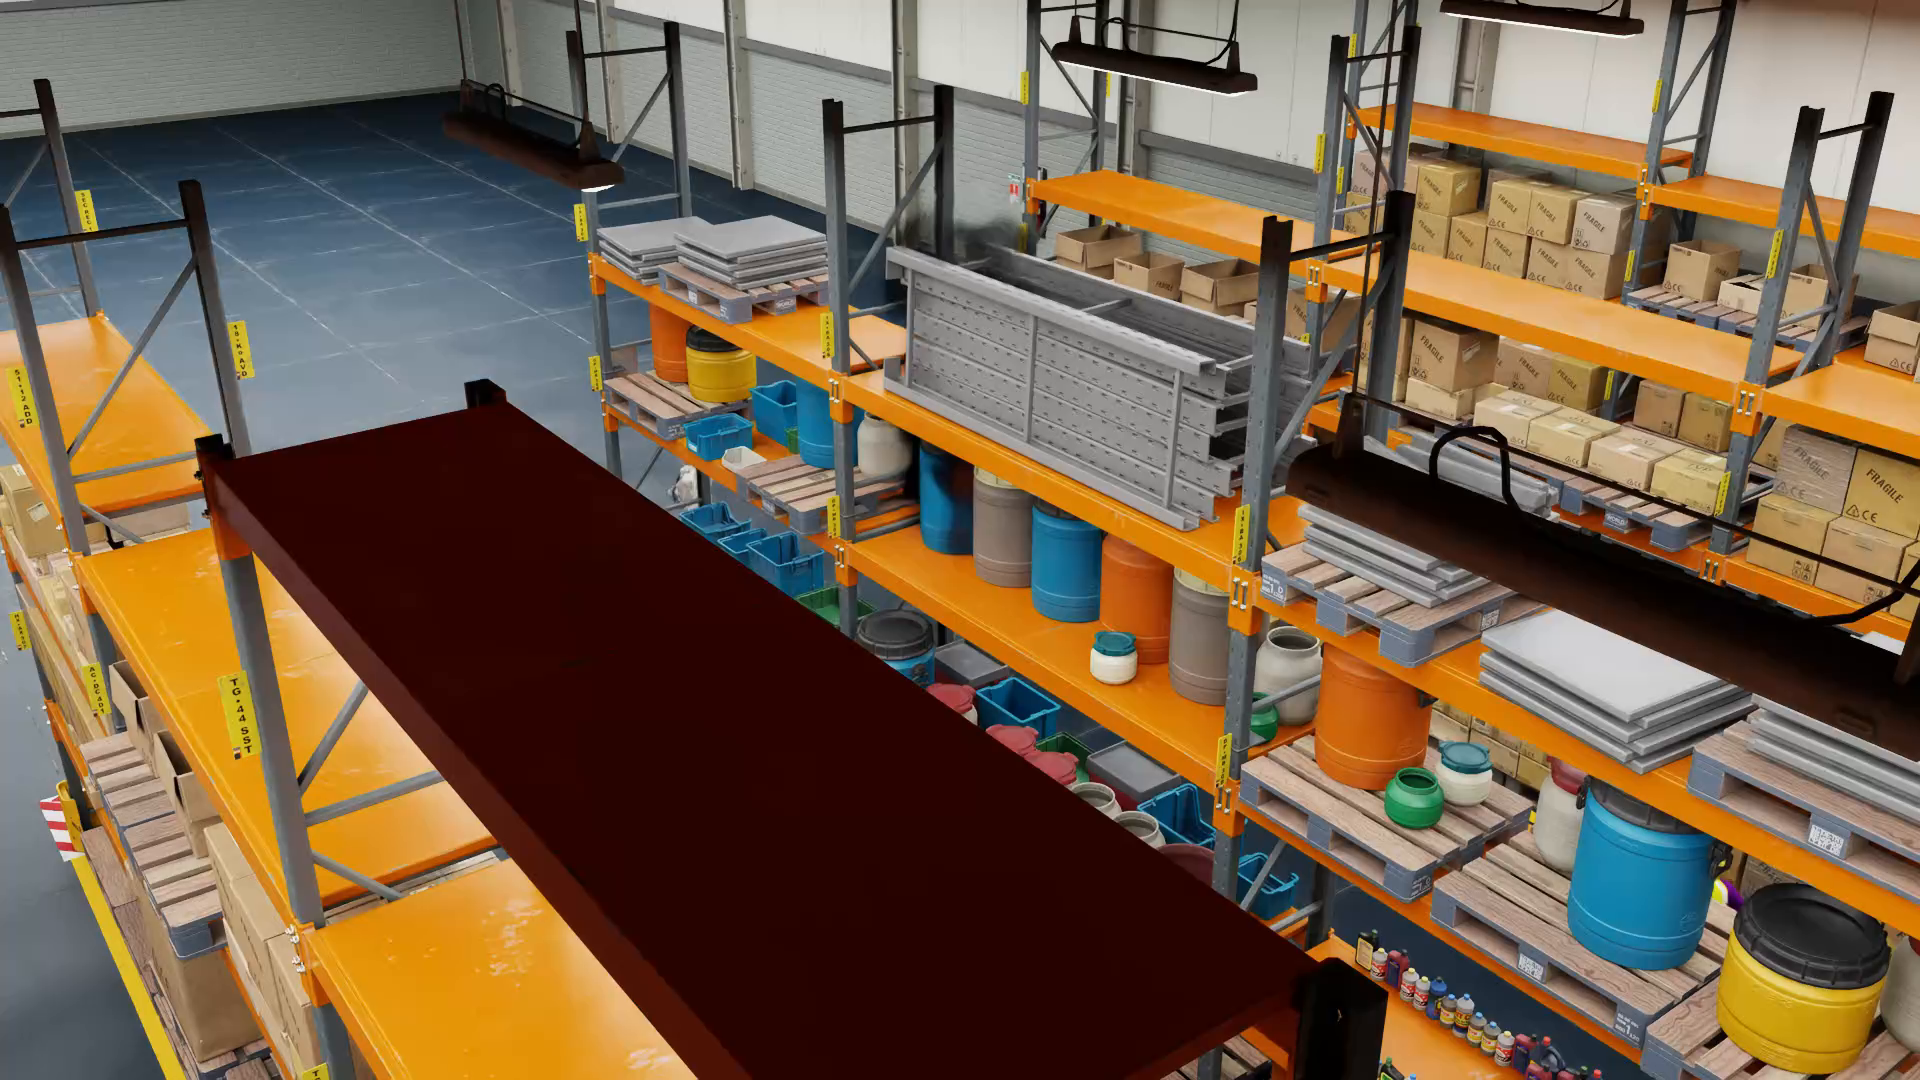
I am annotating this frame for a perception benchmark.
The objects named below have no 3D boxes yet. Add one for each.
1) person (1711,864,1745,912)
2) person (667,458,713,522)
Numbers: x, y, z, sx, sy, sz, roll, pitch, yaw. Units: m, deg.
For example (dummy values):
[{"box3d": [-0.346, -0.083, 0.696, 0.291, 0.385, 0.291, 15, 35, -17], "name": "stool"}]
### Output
[{"box3d": [4.698, 2.778, 10.891, 0.682, 1.828, 0.701, -22, 32, -39], "name": "person"}, {"box3d": [-2.746, -0.225, 17.467, 0.752, 1.750, 0.632, 9, 26, 18], "name": "person"}]
